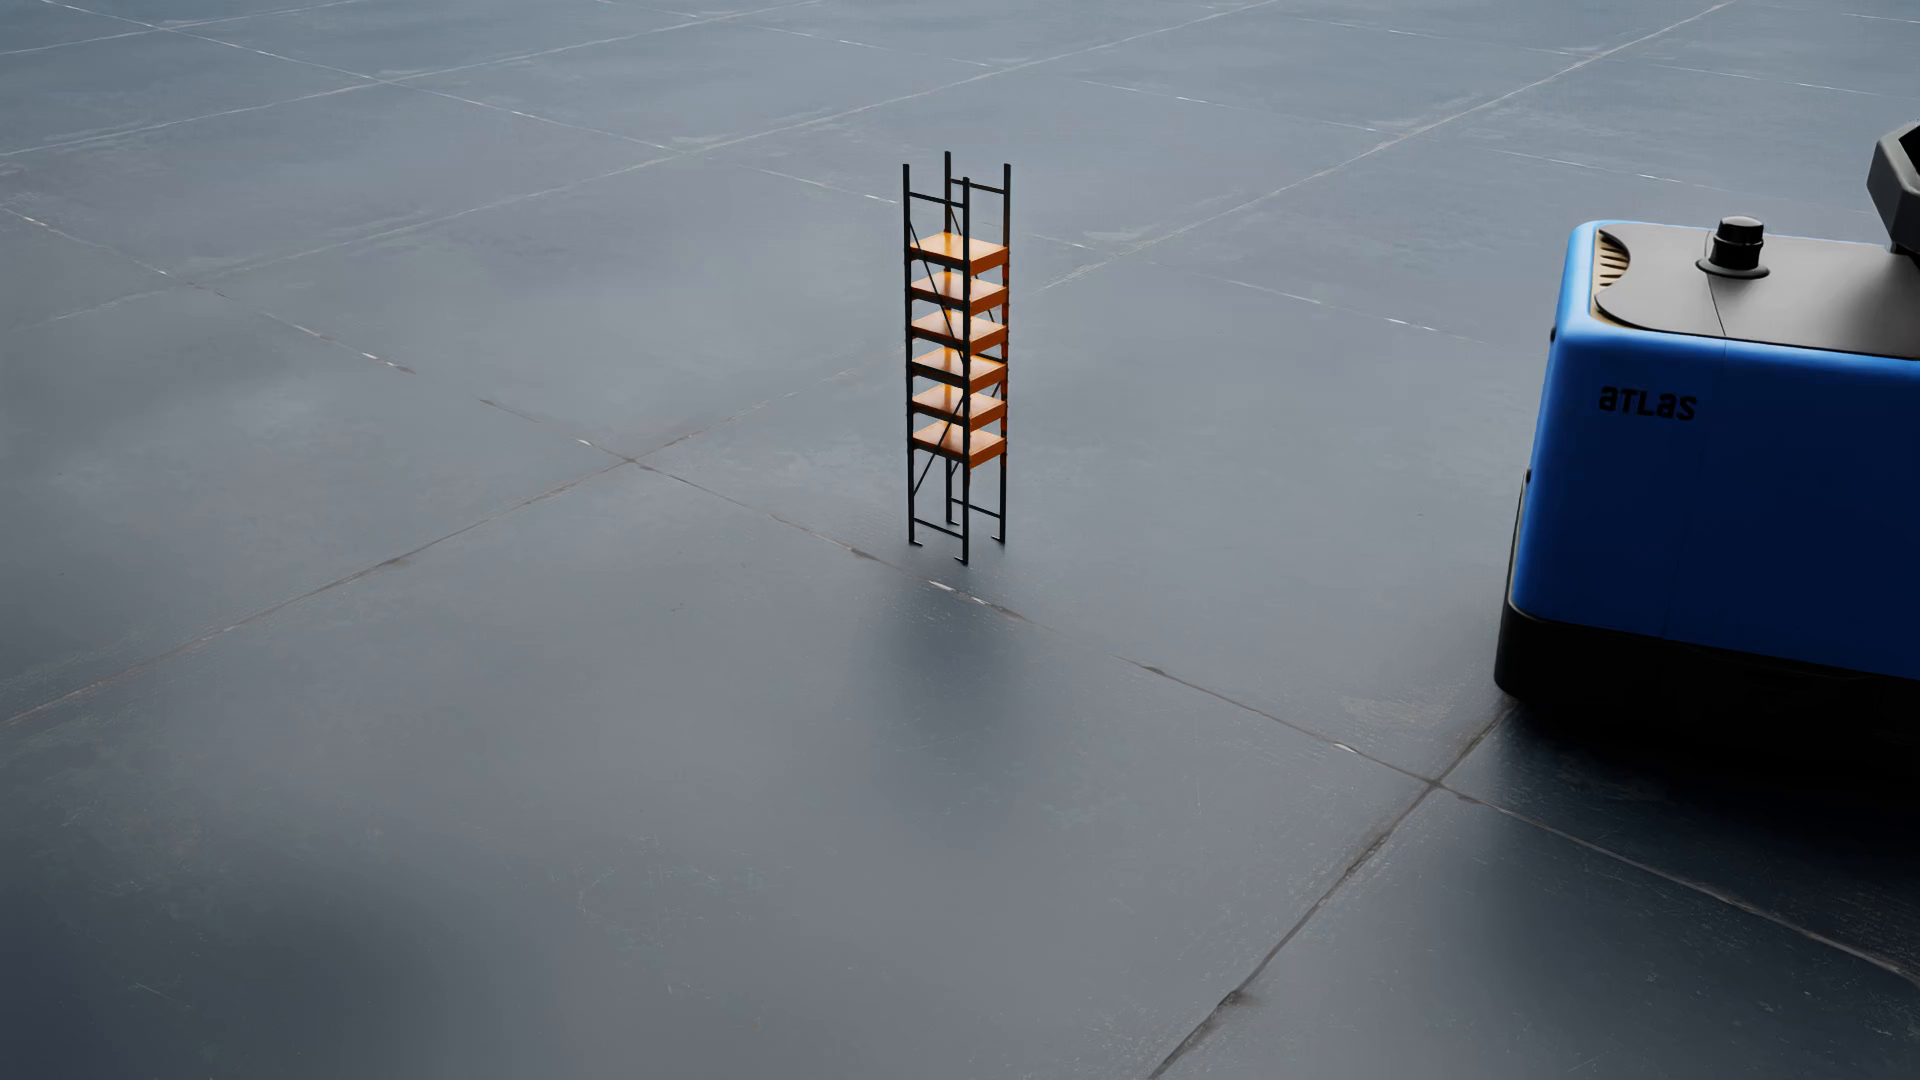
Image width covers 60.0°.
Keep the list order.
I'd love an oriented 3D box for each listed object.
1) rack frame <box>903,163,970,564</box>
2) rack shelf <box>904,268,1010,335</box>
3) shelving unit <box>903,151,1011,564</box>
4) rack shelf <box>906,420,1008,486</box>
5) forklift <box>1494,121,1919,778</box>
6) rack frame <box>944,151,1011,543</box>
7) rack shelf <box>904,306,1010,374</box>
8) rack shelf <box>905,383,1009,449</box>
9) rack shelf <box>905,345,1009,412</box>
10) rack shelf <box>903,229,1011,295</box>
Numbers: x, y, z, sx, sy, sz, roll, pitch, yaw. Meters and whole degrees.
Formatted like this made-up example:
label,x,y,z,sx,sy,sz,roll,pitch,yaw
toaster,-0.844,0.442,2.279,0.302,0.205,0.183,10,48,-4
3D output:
label,x,y,z,sx,sy,sz,roll,pitch,yaw
rack frame,-0.067,-0.495,4.902,0.240,1.200,0.006,21,34,34
rack shelf,-0.009,-0.701,4.875,0.258,0.103,0.180,21,34,34
shelving unit,-0.009,-0.528,4.964,0.258,1.200,0.189,21,34,34
rack shelf,-0.009,-0.275,5.095,0.258,0.103,0.180,21,34,34
forklift,2.979,-0.824,3.653,3.031,2.935,1.130,9,29,17
rack frame,0.049,-0.560,5.027,0.240,1.200,0.006,21,34,34
rack shelf,-0.009,-0.595,4.930,0.258,0.103,0.180,21,34,34
rack shelf,-0.009,-0.382,5.040,0.258,0.103,0.180,21,34,34
rack shelf,-0.009,-0.488,4.985,0.258,0.103,0.180,21,34,34
rack shelf,-0.009,-0.808,4.819,0.258,0.103,0.180,21,34,34
